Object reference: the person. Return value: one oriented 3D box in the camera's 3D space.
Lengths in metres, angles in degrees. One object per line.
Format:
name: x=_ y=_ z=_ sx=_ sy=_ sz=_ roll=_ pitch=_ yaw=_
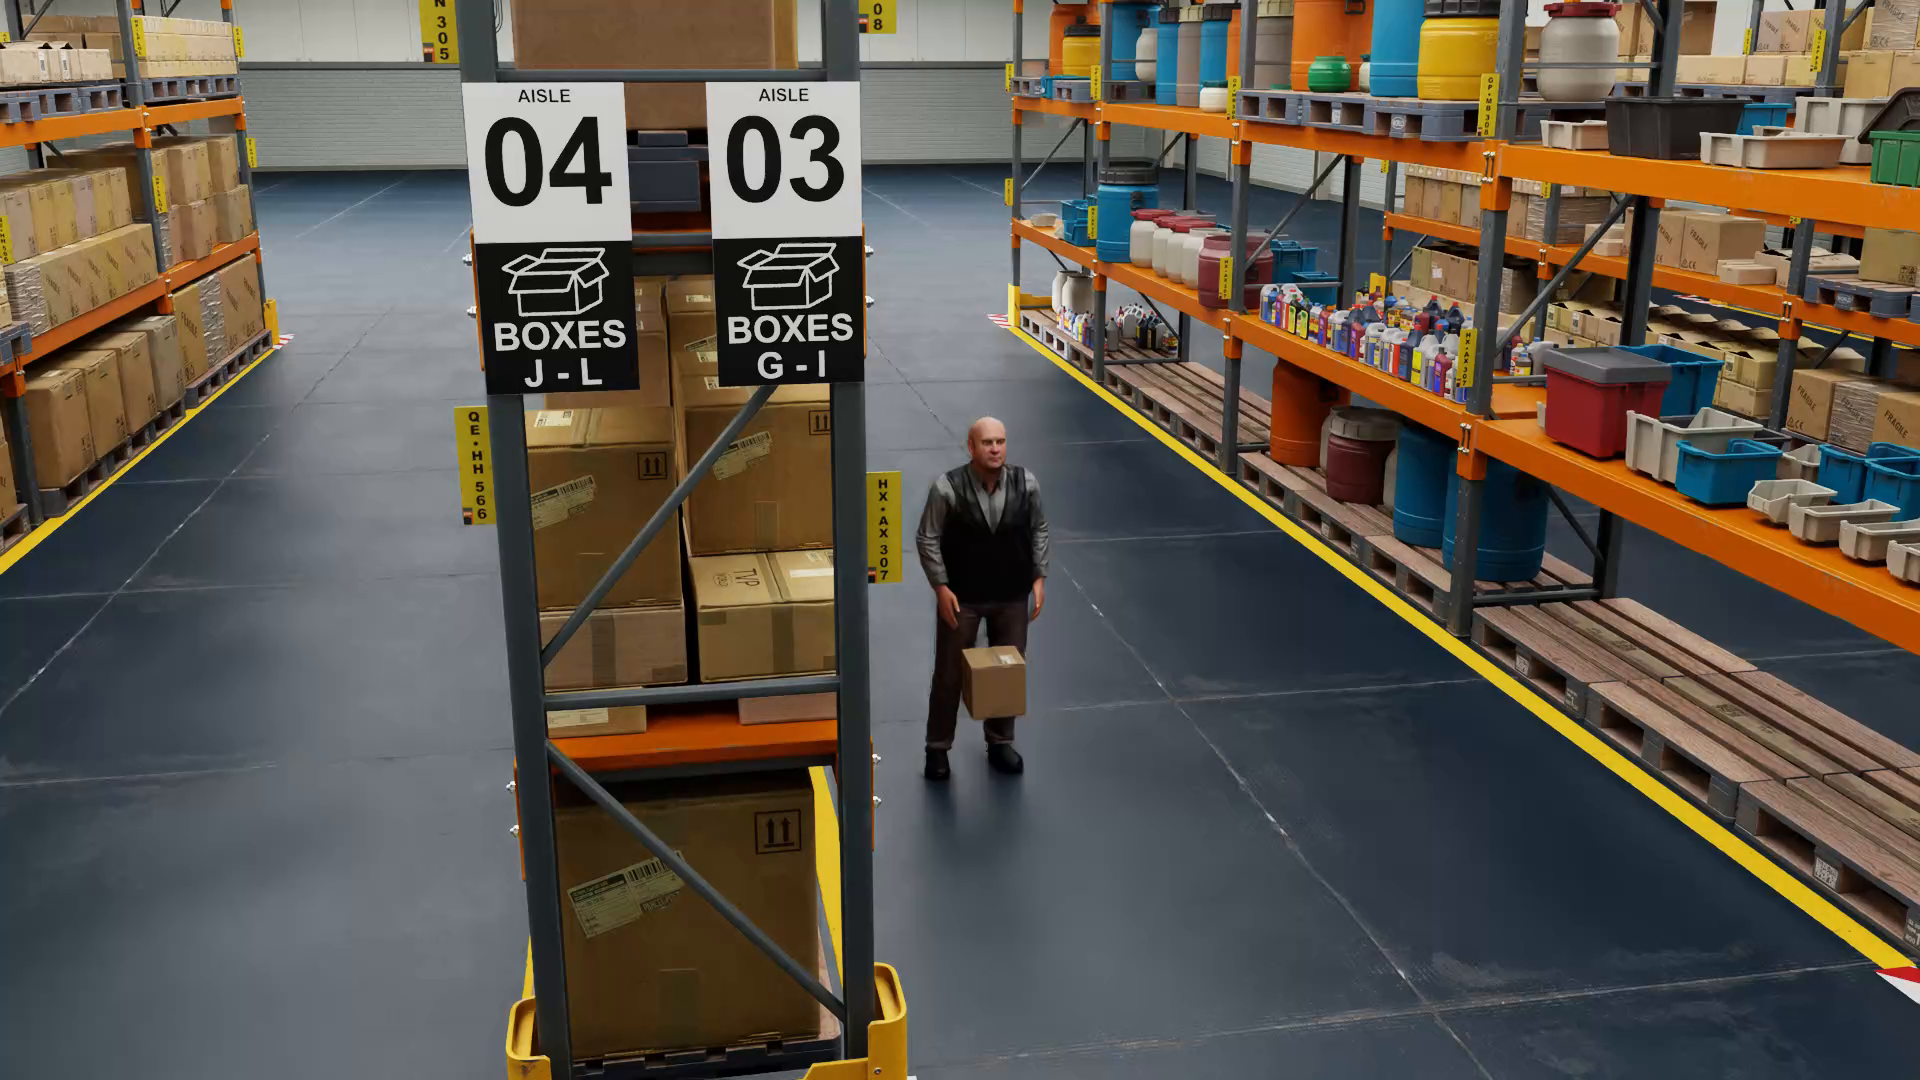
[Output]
person: x=0.109 y=0.264 z=7.681 sx=0.633 sy=1.715 sz=0.424 roll=-3 pitch=17 yaw=-11
